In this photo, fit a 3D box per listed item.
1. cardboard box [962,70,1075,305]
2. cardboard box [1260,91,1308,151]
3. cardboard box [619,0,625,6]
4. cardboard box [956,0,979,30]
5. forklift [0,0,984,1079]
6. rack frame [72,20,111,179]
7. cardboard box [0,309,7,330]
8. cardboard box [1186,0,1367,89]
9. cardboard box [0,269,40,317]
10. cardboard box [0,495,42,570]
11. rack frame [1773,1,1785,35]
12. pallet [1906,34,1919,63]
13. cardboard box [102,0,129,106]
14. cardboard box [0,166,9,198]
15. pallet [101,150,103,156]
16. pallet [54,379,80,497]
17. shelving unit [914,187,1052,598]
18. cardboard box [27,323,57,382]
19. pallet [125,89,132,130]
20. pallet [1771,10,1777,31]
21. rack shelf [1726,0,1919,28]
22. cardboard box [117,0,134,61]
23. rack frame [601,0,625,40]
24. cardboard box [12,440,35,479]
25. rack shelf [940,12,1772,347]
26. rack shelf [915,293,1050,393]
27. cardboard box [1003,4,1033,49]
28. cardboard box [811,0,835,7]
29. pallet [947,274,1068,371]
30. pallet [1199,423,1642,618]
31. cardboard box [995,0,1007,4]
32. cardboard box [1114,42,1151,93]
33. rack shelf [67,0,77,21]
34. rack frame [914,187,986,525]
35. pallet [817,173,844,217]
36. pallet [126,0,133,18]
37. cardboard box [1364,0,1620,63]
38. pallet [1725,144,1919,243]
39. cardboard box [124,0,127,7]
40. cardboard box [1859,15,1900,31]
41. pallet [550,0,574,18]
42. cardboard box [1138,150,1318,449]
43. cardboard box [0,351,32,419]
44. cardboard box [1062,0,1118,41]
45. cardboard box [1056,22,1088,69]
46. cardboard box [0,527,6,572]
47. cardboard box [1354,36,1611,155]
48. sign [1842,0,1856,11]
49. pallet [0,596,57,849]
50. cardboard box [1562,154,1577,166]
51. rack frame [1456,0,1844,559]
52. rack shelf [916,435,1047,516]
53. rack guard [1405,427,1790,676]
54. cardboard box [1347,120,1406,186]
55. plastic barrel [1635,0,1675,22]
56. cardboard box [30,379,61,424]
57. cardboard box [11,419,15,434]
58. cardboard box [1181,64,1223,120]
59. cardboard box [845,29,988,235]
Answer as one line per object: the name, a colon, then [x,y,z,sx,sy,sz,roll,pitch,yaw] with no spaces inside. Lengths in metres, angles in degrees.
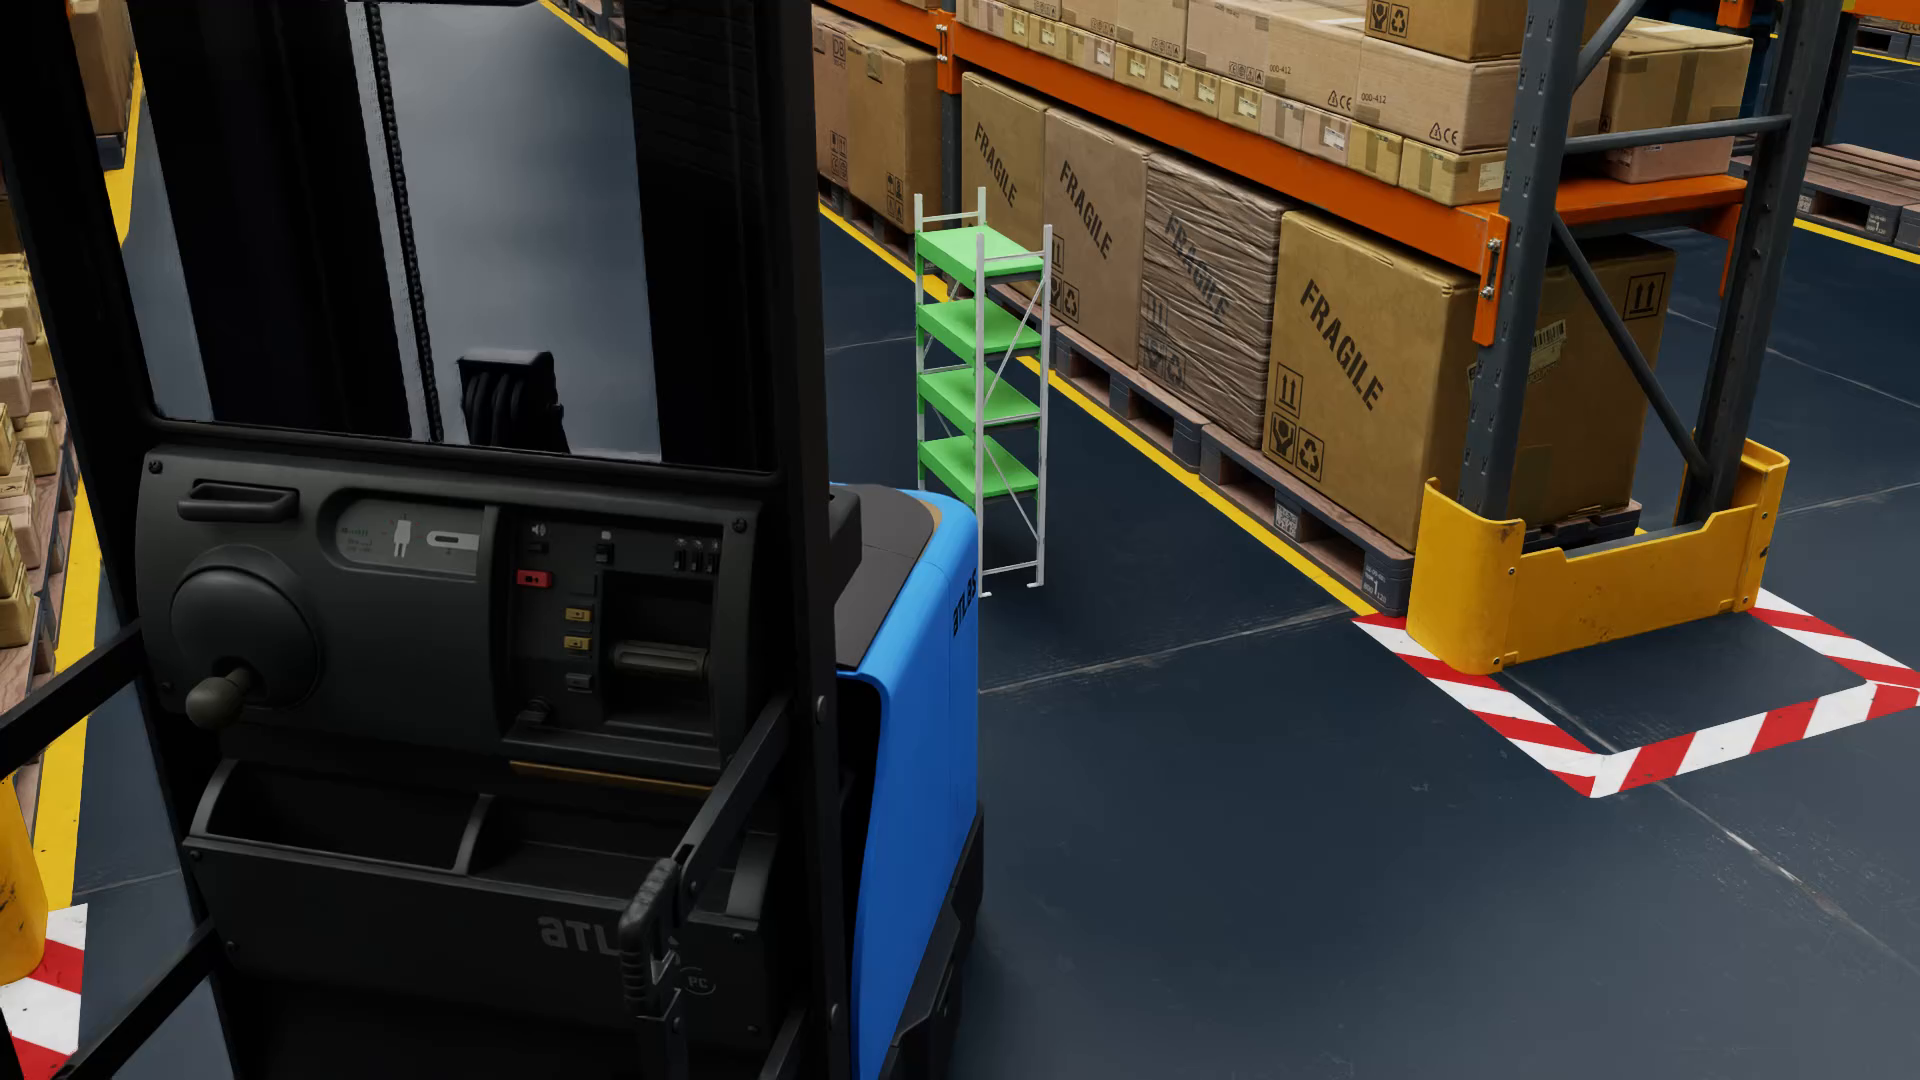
cardboard box: [0.578,-1.685,7.724,0.875,0.875,0.875,-11,28,-21]
cardboard box: [1.219,-1.398,5.481,0.380,0.149,0.250,-10,28,-20]
cardboard box: [-2.860,-5.194,15.340,0.500,0.500,0.500,-11,28,-22]
cardboard box: [0.203,-2.441,7.618,0.380,0.149,0.250,-11,28,-20]
forklift: [-0.773,0.134,2.134,1.130,2.935,3.031,6,27,11]
rack frame: [-5.777,-3.534,9.570,1.000,3.000,0.127,-11,28,-21]
cardboard box: [-3.561,-0.682,5.820,0.380,0.149,0.250,-10,28,-19]
cardboard box: [1.128,-1.743,5.732,0.500,0.250,0.500,-12,28,-22]
cardboard box: [-3.695,-0.899,6.265,0.380,0.149,0.250,-10,28,-20]
cardboard box: [-3.040,0.006,5.089,0.380,0.149,0.250,-12,28,-23]
rack frame: [7.943,-6.046,14.715,1.000,3.000,0.127,-11,28,-21]
pallet: [8.674,-3.993,13.689,1.003,0.211,1.213,-11,28,-21]
cardboard box: [-6.278,-3.326,11.228,1.050,0.750,0.750,-10,28,-20]
cardboard box: [-4.257,-1.666,7.258,0.500,0.250,0.500,-12,28,-23]
pallet: [-5.472,-1.965,9.535,1.003,0.211,1.213,-11,28,-21]
pallet: [-3.915,-0.401,6.331,1.003,0.211,1.213,-11,28,-21]
shelving unit: [0.065,-0.472,5.350,0.258,1.200,0.503,-11,28,-21]
cardboard box: [-3.556,-0.676,6.147,0.380,0.149,0.250,-12,28,-22]
pallet: [-6.490,-3.104,11.867,1.003,0.211,1.213,-11,28,-21]
pallet: [7.656,-5.132,16.021,1.003,0.211,1.213,-11,28,-21]
rack shelf: [5.733,-2.451,8.171,1.077,0.370,4.000,-11,28,-21]
cardboard box: [-7.018,-4.092,12.797,1.050,0.750,0.750,-11,28,-21]
rack frame: [-2.740,-5.960,14.539,1.000,3.000,0.127,-11,28,-21]
cardboard box: [-3.298,-0.193,5.496,0.380,0.149,0.250,-10,28,-20]
rack shelf: [1.176,-1.600,6.428,1.077,0.370,4.000,-11,28,-21]
rack shelf: [0.065,-0.631,5.273,0.258,0.148,0.480,-11,28,-21]
cardboard box: [0.409,-2.229,7.183,0.380,0.149,0.250,-10,28,-19]
cardboard box: [-0.580,-2.936,10.288,1.225,0.875,0.875,-10,28,-20]
pallet: [0.619,-1.157,7.880,1.003,0.211,1.213,-11,28,-21]
pallet: [1.574,-0.172,5.862,1.003,0.211,1.213,-11,28,-21]
cardboard box: [0.336,-2.562,7.411,0.500,0.250,0.500,-11,28,-22]
cardboard box: [0.815,-1.812,6.329,0.380,0.149,0.250,-11,28,-22]
rack shelf: [-4.994,-2.404,8.074,1.077,0.370,4.000,-11,28,-21]
rack frame: [-0.031,-0.571,5.552,0.240,1.200,0.015,-11,28,-21]
pallet: [-0.460,-2.270,10.158,1.003,0.211,1.213,-11,28,-21]
pallet: [-8.051,-4.710,15.155,1.003,0.211,1.213,-11,28,-21]
cardboard box: [1.527,-1.671,4.730,0.500,0.500,0.500,-10,28,-20]
pallet: [5.274,-2.039,9.685,1.003,0.211,1.213,-11,28,-21]
cardboard box: [-8.237,-5.381,15.294,0.875,0.875,0.875,-11,28,-21]
cardboard box: [8.068,-4.677,14.259,0.500,0.500,0.500,-12,28,-22]
pallet: [-3.517,-5.466,16.704,1.003,0.211,1.213,-11,28,-21]
cardboard box: [1.279,-0.962,6.244,0.875,0.875,0.875,-11,28,-21]
cardboard box: [-3.253,-0.482,5.410,0.380,0.149,0.250,-12,28,-22]
cardboard box: [0.734,-2.153,6.572,0.500,0.250,0.500,-10,28,-19]
cardboard box: [0.614,-2.020,6.755,0.380,0.149,0.250,-11,28,-21]
cardboard box: [-2.736,0.036,4.350,0.380,0.149,0.250,-11,28,-21]
cardboard box: [1.525,-1.332,4.892,0.500,0.250,0.500,-11,28,-21]
sign: [2.472,-1.634,4.600,0.100,0.325,0.005,-11,28,-21]
pallet: [-2.959,0.584,4.314,1.003,0.211,1.213,-11,28,-21]
cardboard box: [2.022,-1.306,5.293,0.380,0.149,0.250,-11,28,-21]
rack frame: [1.959,-1.116,4.617,1.000,3.000,0.127,-11,28,-21]
rack shelf: [0.065,-0.199,5.483,0.258,0.148,0.480,-11,28,-21]
rack guard: [1.969,0.017,5.146,1.175,0.500,0.348,-11,28,-21]
cardboard box: [1.414,-1.195,5.065,0.380,0.149,0.250,-10,28,-20]
plastic barrel: [4.476,-3.336,11.077,0.600,0.901,0.708,-11,28,-21]
cardboard box: [-3.556,-0.512,6.151,0.380,0.149,0.250,-12,28,-22]
cardboard box: [-3.344,-0.347,5.473,0.380,0.149,0.250,-12,28,-23]
cardboard box: [1.014,-1.607,5.909,0.380,0.149,0.250,-10,28,-20]
cardboard box: [0.124,-2.220,8.820,1.225,0.875,0.875,-10,28,-20]
